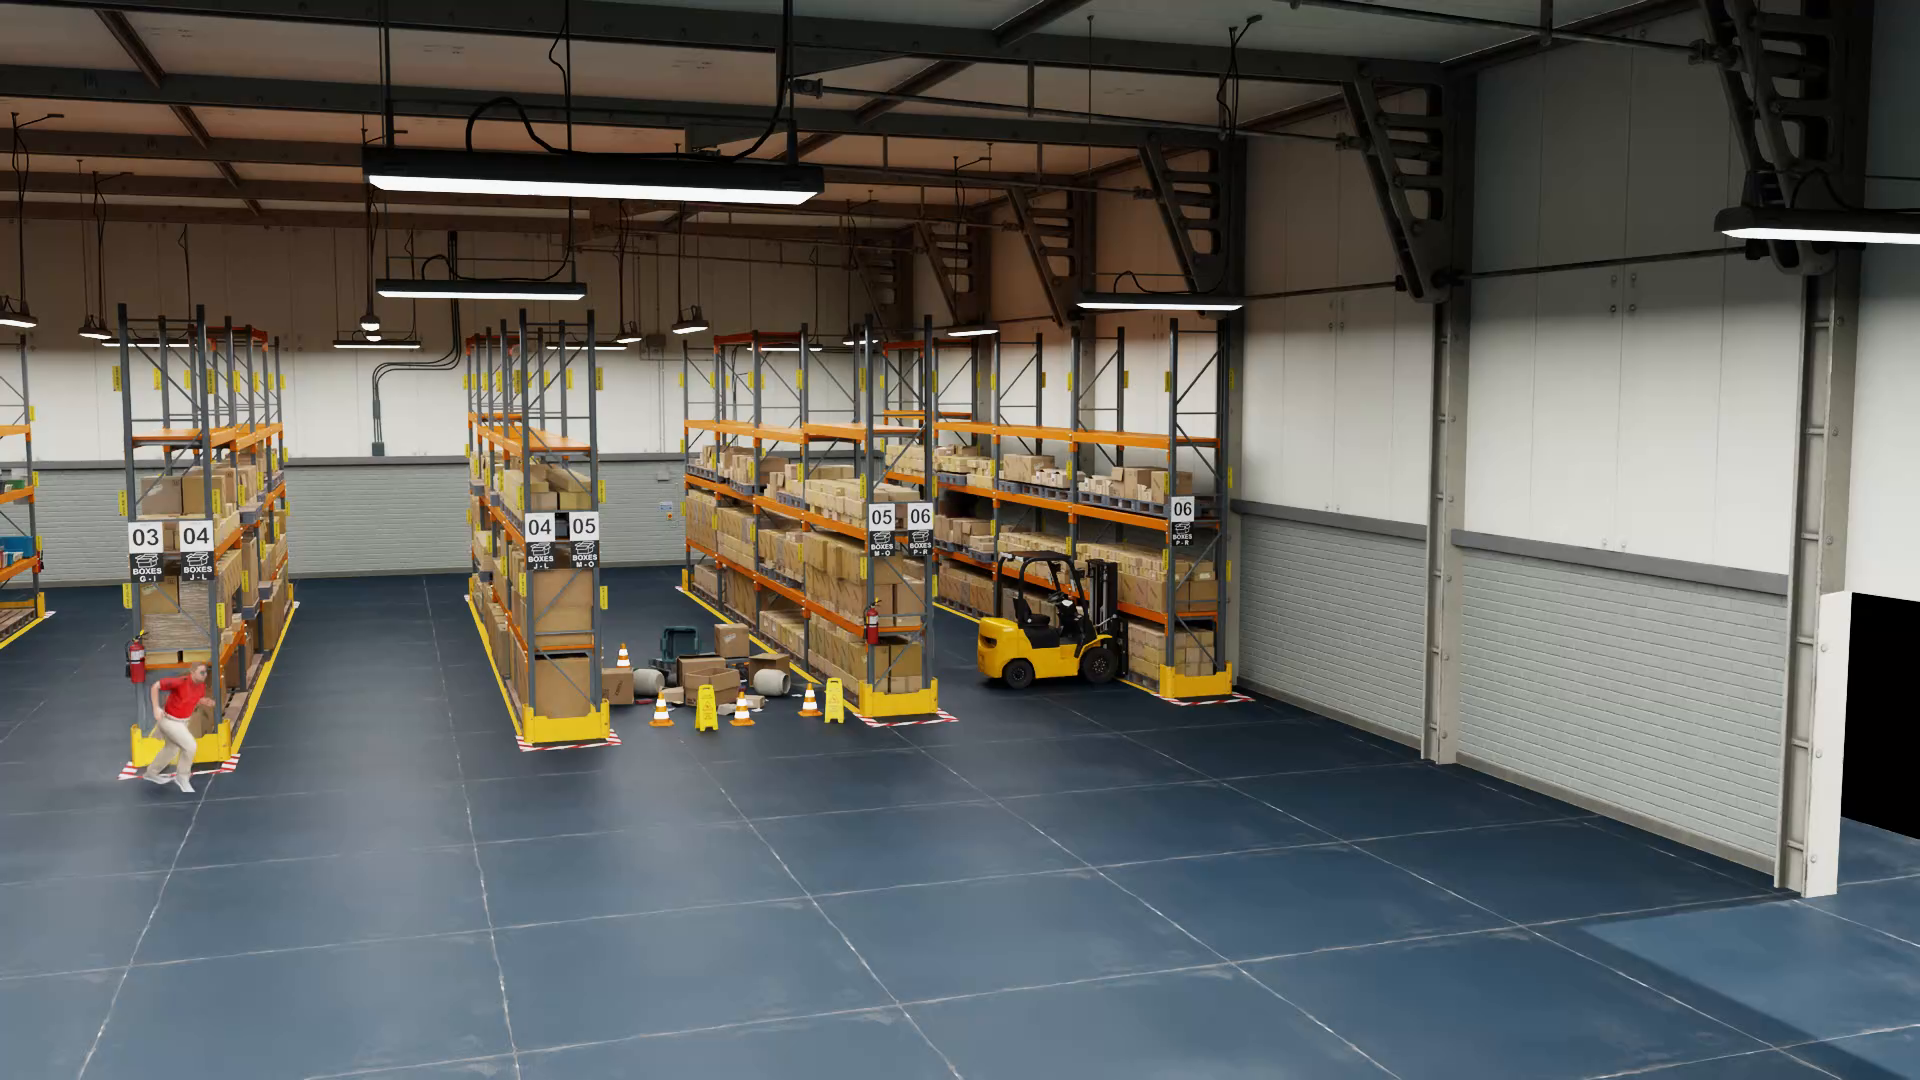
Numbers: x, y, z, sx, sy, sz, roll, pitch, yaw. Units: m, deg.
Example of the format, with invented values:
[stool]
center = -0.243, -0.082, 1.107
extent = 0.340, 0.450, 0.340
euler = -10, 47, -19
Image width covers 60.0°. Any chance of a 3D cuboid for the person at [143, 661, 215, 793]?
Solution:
[person]
center = -9.609, 2.308, 20.348
extent = 1.016, 1.673, 0.711
euler = 1, 6, 12
